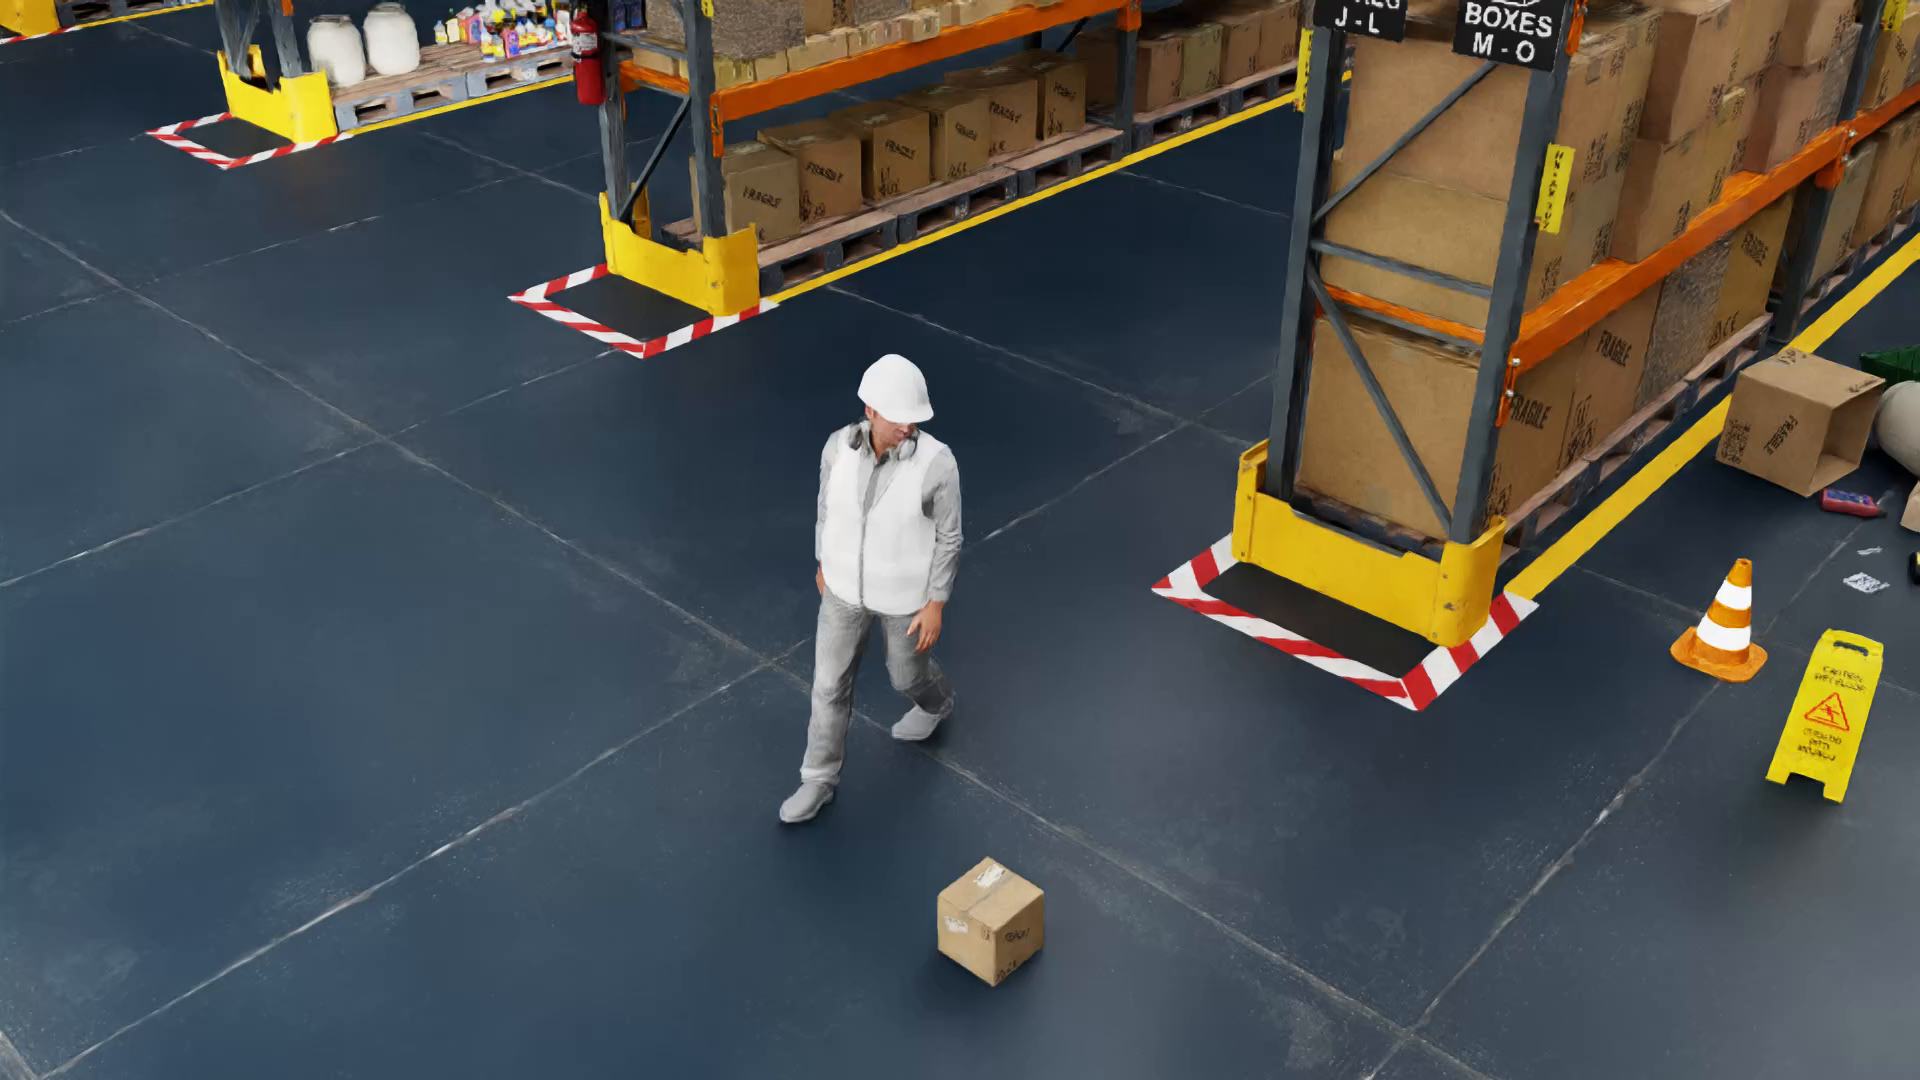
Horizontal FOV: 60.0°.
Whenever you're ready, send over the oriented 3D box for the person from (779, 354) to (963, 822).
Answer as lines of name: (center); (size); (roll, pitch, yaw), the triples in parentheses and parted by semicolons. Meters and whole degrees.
person: (-0.282, 0.160, 5.860); (0.589, 1.737, 0.891); (12, 33, 19)
